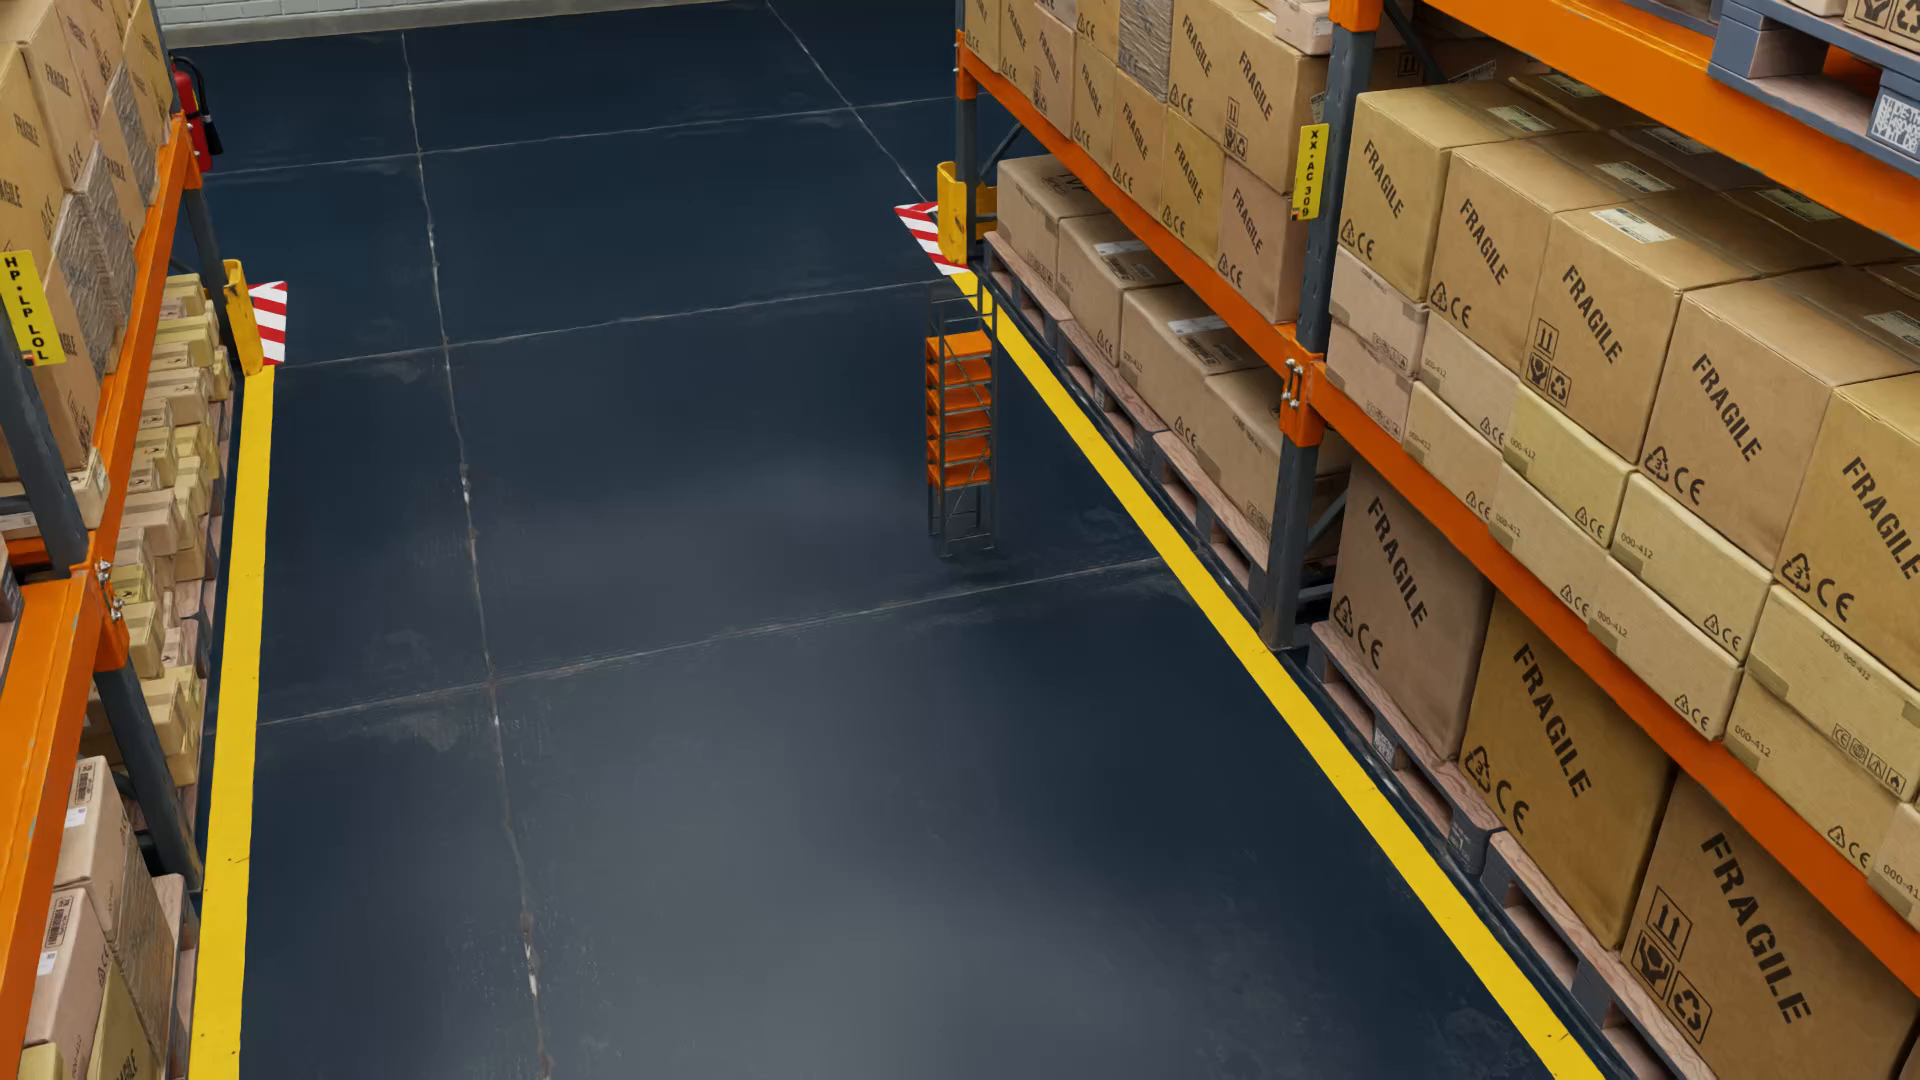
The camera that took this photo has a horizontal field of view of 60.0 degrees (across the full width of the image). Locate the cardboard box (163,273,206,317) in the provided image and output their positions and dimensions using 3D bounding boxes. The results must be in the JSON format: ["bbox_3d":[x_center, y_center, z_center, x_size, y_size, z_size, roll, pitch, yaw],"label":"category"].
[{"bbox_3d":[-3.812,-1.131,7.906,0.380,0.149,0.250,-10,35,-14],"label":"cardboard box"}]

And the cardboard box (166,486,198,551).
[{"bbox_3d":[-3.230,-0.060,6.554,0.380,0.149,0.250,-10,35,-15],"label":"cardboard box"}]

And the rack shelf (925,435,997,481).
[{"bbox_3d":[0.004,-0.356,6.998,0.258,0.103,0.180,-10,35,-15],"label":"rack shelf"}]

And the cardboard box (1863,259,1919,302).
[{"bbox_3d":[2.537,-0.375,4.099,0.500,0.500,0.500,-9,35,-14],"label":"cardboard box"}]

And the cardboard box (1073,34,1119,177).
[{"bbox_3d":[0.829,-1.968,7.417,0.500,0.500,0.500,-9,34,-13],"label":"cardboard box"}]

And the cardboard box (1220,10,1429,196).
[{"bbox_3d":[1.281,-1.578,5.919,0.500,0.500,0.500,-10,35,-15],"label":"cardboard box"}]

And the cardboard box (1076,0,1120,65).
[{"bbox_3d":[0.825,-2.376,7.127,0.500,0.500,0.500,-10,35,-15],"label":"cardboard box"}]

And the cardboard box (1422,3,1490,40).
[{"bbox_3d":[1.839,-1.857,5.753,0.380,0.149,0.250,-11,35,-15],"label":"cardboard box"}]

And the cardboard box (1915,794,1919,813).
[{"bbox_3d":[2.359,0.556,3.370,0.500,0.250,0.500,-11,35,-16],"label":"cardboard box"}]

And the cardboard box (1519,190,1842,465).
[{"bbox_3d":[1.881,-0.571,4.396,0.500,0.500,0.500,-11,35,-16],"label":"cardboard box"}]

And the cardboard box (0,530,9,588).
[{"bbox_3d":[-2.685,0.073,4.266,0.380,0.149,0.250,-11,35,-16],"label":"cardboard box"}]

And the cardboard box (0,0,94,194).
[{"bbox_3d":[-3.197,-1.432,5.429,0.500,0.500,0.500,-9,35,-14],"label":"cardboard box"}]

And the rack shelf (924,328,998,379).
[{"bbox_3d":[0.004,-0.756,6.734,0.258,0.103,0.180,-10,35,-15],"label":"rack shelf"}]

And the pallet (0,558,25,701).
[{"bbox_3d":[-2.900,0.474,3.986,1.003,0.211,1.213,-10,35,-15],"label":"pallet"}]

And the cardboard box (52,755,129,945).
[{"bbox_3d":[-2.527,0.871,4.417,0.500,0.250,0.500,-11,35,-16],"label":"cardboard box"}]

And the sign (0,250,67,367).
[{"bbox_3d":[-2.467,-0.610,4.403,0.100,0.325,0.005,-10,35,-15],"label":"sign"}]

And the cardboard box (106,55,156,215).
[{"bbox_3d":[-3.517,-1.570,6.544,0.500,0.500,0.500,-10,35,-15],"label":"cardboard box"}]

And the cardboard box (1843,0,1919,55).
[{"bbox_3d":[2.095,-1.163,3.096,0.500,0.500,0.500,-10,35,-14],"label":"cardboard box"}]

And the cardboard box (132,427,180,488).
[{"bbox_3d":[-3.355,-0.307,6.659,0.380,0.149,0.250,-10,35,-14],"label":"cardboard box"}]

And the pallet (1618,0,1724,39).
[{"bbox_3d":[2.015,-1.616,4.428,0.805,0.209,1.217,-11,35,-17],"label":"pallet"}]

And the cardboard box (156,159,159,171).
[{"bbox_3d":[-3.716,-1.638,7.236,0.380,0.149,0.250,-10,35,-15],"label":"cardboard box"}]

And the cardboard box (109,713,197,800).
[{"bbox_3d":[-2.800,0.737,5.619,0.380,0.149,0.250,-12,35,-17],"label":"cardboard box"}]

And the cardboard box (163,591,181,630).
[{"bbox_3d":[-3.132,0.350,6.204,0.380,0.149,0.250,-11,35,-16],"label":"cardboard box"}]

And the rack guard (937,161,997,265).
[{"bbox_3d":[0.461,-1.987,9.804,1.175,0.500,0.348,-10,35,-15],"label":"rack guard"}]

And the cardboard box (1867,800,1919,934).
[{"bbox_3d":[2.336,0.758,3.519,0.500,0.250,0.500,-9,35,-14],"label":"cardboard box"}]

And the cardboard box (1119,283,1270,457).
[{"bbox_3d":[1.325,-0.842,7.746,0.875,0.438,0.875,-11,35,-16],"label":"cardboard box"}]

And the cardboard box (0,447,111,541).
[{"bbox_3d":[-2.770,-0.131,4.955,0.380,0.149,0.250,-9,34,-13],"label":"cardboard box"}]

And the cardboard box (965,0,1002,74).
[{"bbox_3d":[0.341,-2.759,8.614,0.500,0.500,0.500,-10,35,-15],"label":"cardboard box"}]

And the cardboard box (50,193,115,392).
[{"bbox_3d":[-3.064,-0.759,5.317,0.500,0.500,0.500,-10,35,-15],"label":"cardboard box"}]

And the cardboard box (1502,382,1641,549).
[{"bbox_3d":[1.868,-0.247,4.585,0.500,0.250,0.500,-10,35,-14],"label":"cardboard box"}]

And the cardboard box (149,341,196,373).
[{"bbox_3d":[-3.572,-0.728,7.296,0.380,0.149,0.250,-11,35,-17],"label":"cardboard box"}]

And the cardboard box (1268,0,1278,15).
[{"bbox_3d":[1.314,-1.912,5.837,0.380,0.149,0.250,-9,35,-14],"label":"cardboard box"}]

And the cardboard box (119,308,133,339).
[{"bbox_3d":[-3.218,-0.814,5.989,0.380,0.149,0.250,-9,34,-13],"label":"cardboard box"}]

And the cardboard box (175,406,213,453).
[{"bbox_3d":[-3.452,-0.471,7.177,0.380,0.149,0.250,-10,35,-14],"label":"cardboard box"}]

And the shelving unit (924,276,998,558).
[{"bbox_3d":[0.004,-0.493,6.908,0.258,1.200,0.189,-10,35,-15],"label":"shelving unit"}]

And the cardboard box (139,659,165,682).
[{"bbox_3d":[-2.963,0.496,5.714,0.380,0.149,0.250,-10,35,-14],"label":"cardboard box"}]

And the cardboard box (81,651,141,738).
[{"bbox_3d":[-2.903,0.518,5.410,0.380,0.149,0.250,-9,34,-13],"label":"cardboard box"}]

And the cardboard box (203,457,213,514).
[{"bbox_3d":[-3.393,-0.208,7.049,0.380,0.149,0.250,-9,35,-14],"label":"cardboard box"}]

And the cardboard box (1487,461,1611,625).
[{"bbox_3d":[1.872,-0.036,4.720,0.500,0.250,0.500,-10,35,-15],"label":"cardboard box"}]

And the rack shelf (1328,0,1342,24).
[{"bbox_3d":[1.078,-2.919,6.878,1.077,0.370,4.000,-10,35,-15],"label":"rack shelf"}]

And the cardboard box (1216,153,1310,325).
[{"bbox_3d":[1.303,-1.160,6.194,0.500,0.500,0.500,-10,35,-14],"label":"cardboard box"}]

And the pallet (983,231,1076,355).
[{"bbox_3d":[0.787,-1.448,9.249,1.003,0.211,1.213,-10,35,-15],"label":"pallet"}]

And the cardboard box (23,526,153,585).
[{"bbox_3d":[-3.156,0.106,6.034,0.380,0.149,0.250,-11,35,-16],"label":"cardboard box"}]

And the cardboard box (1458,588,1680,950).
[{"bbox_3d":[2.237,0.579,5.200,0.875,0.875,0.875,-9,35,-13],"label":"cardboard box"}]

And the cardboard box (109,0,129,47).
[{"bbox_3d":[-3.684,-2.251,6.668,0.500,0.500,0.500,-11,35,-16],"label":"cardboard box"}]

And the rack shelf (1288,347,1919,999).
[{"bbox_3d":[2.298,0.433,4.527,1.077,0.370,4.000,-10,35,-15],"label":"rack shelf"}]

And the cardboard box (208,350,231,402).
[{"bbox_3d":[-3.681,-0.759,7.882,0.380,0.149,0.250,-9,35,-13],"label":"cardboard box"}]

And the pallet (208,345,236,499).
[{"bbox_3d":[-3.978,-0.497,7.810,1.003,0.211,1.213,-10,35,-15],"label":"pallet"}]

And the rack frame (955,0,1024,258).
[{"bbox_3d":[0.468,-3.018,9.096,1.000,3.000,0.127,-10,35,-15],"label":"rack frame"}]

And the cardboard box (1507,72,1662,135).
[{"bbox_3d":[2.064,-1.184,5.324,0.500,0.500,0.500,-9,34,-13],"label":"cardboard box"}]
